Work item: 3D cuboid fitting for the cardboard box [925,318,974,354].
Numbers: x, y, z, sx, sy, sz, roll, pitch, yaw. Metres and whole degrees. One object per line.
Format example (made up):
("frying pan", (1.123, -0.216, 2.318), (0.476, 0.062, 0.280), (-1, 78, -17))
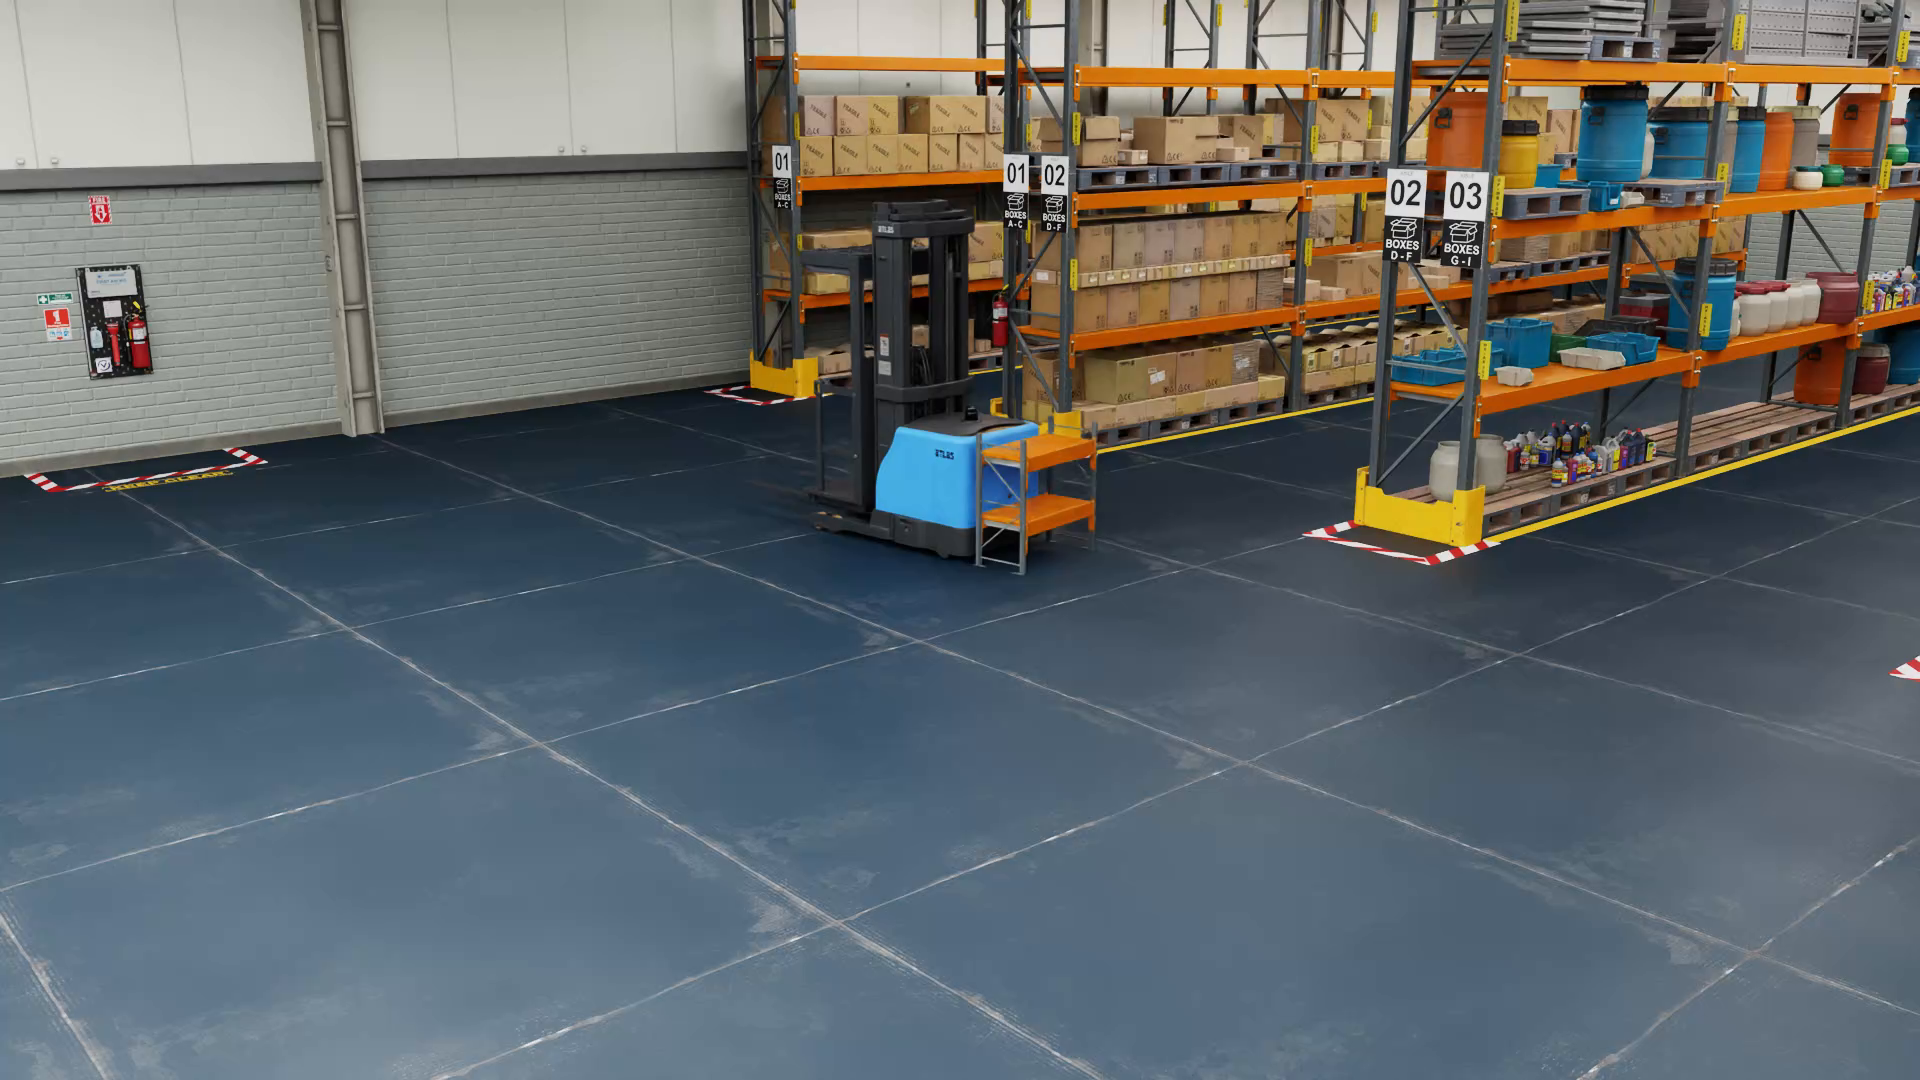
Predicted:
("cardboard box", (-0.147, -2.930, 23.897), (0.500, 0.500, 0.500), (14, 21, 43))

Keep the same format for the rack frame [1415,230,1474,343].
("rack frame", (6.882, -3.822, 23.248), (0.127, 3.000, 1.000), (-13, 19, -39))

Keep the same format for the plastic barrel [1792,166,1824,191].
("plastic barrel", (9.325, -3.979, 18.289), (0.301, 0.262, 0.301), (0, 15, 0))

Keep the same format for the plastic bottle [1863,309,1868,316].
("plastic bottle", (10.669, -2.808, 19.690), (0.135, 0.276, 0.152), (-13, 19, -39))

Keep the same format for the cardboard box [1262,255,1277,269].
("cardboard box", (3.612, -3.377, 20.130), (0.250, 0.149, 0.380), (-13, 20, -41))

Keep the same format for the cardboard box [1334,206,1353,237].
("cardboard box", (6.462, -5.538, 28.862), (0.500, 0.500, 0.500), (-13, 20, -40))

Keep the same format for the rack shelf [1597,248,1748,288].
("rack shelf", (11.408, -4.491, 27.146), (4.000, 0.370, 1.077), (-13, 19, -39))

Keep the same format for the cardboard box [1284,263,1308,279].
("cardboard box", (5.571, -4.341, 28.543), (0.750, 0.750, 0.750), (-12, 19, -38))

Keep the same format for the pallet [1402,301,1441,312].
("pallet", (8.191, -4.438, 30.955), (1.213, 0.211, 1.003), (-13, 19, -39))

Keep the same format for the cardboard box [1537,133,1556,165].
("cardboard box", (7.966, -5.575, 23.802), (0.500, 0.500, 0.910), (-13, 19, -39))

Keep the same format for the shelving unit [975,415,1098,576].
("shelving unit", (0.651, -0.395, 14.048), (0.538, 1.125, 1.048), (12, 19, 37))

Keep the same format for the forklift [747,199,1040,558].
("forklift", (-0.721, -1.562, 14.918), (3.031, 2.935, 1.130), (14, 20, 41))

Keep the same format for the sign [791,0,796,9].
("sign", (-2.051, -6.713, 20.481), (0.005, 0.325, 0.100), (-13, 19, -39))

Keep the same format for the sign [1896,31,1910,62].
("sign", (10.497, -5.494, 18.506), (0.005, 0.325, 0.100), (-13, 19, -39))

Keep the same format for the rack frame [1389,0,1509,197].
("rack frame", (4.096, -4.401, 13.787), (0.127, 3.000, 1.000), (-13, 19, -39))

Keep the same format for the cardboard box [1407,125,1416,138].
("cardboard box", (7.733, -7.241, 29.516), (0.500, 0.250, 0.500), (-13, 20, -41))

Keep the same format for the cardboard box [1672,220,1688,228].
("cardboard box", (11.217, -5.231, 26.389), (0.500, 0.500, 0.500), (-13, 20, -41))

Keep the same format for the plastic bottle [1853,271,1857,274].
("plastic bottle", (11.406, -3.252, 21.206), (0.185, 0.351, 0.144), (-13, 19, -39))

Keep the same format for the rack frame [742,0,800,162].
("rack frame", (-2.408, -6.329, 21.008), (0.127, 3.000, 1.000), (-13, 19, -39))

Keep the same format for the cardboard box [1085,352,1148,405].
("cardboard box", (1.774, -1.837, 18.874), (0.500, 0.500, 0.500), (-13, 19, -39))

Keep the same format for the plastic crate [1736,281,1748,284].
("plastic crate", (8.711, -2.674, 18.825), (0.583, 0.464, 0.402), (-13, 19, -39))

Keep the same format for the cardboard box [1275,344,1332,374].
("cardboard box", (4.340, -2.312, 21.020), (0.500, 0.311, 0.500), (-13, 19, -39))

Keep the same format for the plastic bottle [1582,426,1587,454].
("plastic bottle", (6.430, -1.031, 17.207), (0.133, 0.283, 0.061), (-13, 19, -39))

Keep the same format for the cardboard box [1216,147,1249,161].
("cardboard box", (3.134, -4.486, 19.320), (0.250, 0.149, 0.380), (-13, 19, -39))

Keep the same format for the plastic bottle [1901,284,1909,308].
("plastic bottle", (11.571, -2.998, 20.388), (0.133, 0.283, 0.061), (-13, 19, -39))

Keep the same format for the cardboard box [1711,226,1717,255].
("cardboard box", (11.989, -4.925, 27.182), (0.500, 0.500, 0.500), (-12, 19, -39))

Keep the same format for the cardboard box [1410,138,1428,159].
("cardboard box", (6.193, -5.222, 22.151), (0.500, 0.250, 0.500), (-12, 19, -38))

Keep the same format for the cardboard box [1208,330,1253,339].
("cardboard box", (3.309, -2.364, 20.849), (0.500, 0.500, 0.500), (-13, 19, -39))

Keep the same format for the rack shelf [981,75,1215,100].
("rack shelf", (2.119, -6.805, 24.957), (4.000, 0.370, 1.077), (-13, 19, -39))

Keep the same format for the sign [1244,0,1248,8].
("sign", (3.499, -6.636, 20.194), (0.005, 0.325, 0.100), (-13, 19, -39))

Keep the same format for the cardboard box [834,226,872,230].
("cardboard box", (-1.418, -4.023, 22.799), (0.500, 0.500, 0.500), (-13, 20, -41))

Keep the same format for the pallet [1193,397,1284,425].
("pallet", (3.237, -1.671, 20.597), (1.213, 0.211, 1.003), (-13, 19, -39))

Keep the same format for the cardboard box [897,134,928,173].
("cardboard box", (-0.783, -5.214, 22.411), (0.500, 0.500, 0.500), (-11, 19, -36))

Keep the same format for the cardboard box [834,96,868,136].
("cardboard box", (-1.546, -5.514, 21.599), (0.500, 0.500, 0.500), (-13, 20, -40))

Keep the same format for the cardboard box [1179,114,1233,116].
("cardboard box", (3.949, -6.588, 26.742), (0.700, 0.500, 0.500), (14, 21, 43))

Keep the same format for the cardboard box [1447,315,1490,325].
("cardboard box", (7.434, -3.031, 24.278), (0.500, 0.500, 0.500), (-12, 19, -37))

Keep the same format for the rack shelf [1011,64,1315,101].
("rack shelf", (2.356, -5.164, 18.813), (4.000, 0.370, 1.077), (-13, 19, -39))

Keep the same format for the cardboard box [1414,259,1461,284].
("cardboard box", (6.579, -3.726, 23.060), (0.500, 0.311, 0.500), (-11, 19, -36))

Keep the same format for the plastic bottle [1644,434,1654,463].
("plastic bottle", (6.967, -0.934, 16.846), (0.133, 0.283, 0.061), (-11, 19, -37))

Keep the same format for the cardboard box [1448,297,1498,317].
("cardboard box", (7.473, -3.404, 24.220), (0.500, 0.250, 0.500), (-12, 19, -37))

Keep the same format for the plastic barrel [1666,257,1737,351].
("plastic barrel", (7.604, -2.428, 17.058), (0.708, 0.901, 0.600), (-13, 19, -39))

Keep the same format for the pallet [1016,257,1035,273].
("pallet", (1.282, -4.117, 24.722), (1.213, 0.211, 1.003), (-13, 19, -39))

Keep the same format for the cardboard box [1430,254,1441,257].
("cardboard box", (9.163, -5.372, 31.822), (0.250, 0.149, 0.380), (-12, 19, -39))

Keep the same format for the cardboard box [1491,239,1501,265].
("cardboard box", (7.283, -4.202, 23.662), (0.700, 0.500, 0.500), (8, 17, 28))

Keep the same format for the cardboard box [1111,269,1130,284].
("cardboard box", (1.671, -2.941, 18.496), (0.250, 0.149, 0.380), (-13, 19, -39))

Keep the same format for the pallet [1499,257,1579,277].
("pallet", (8.346, -4.060, 24.509), (1.213, 0.211, 1.003), (-13, 19, -39))

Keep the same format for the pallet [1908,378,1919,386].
("pallet", (12.539, -2.065, 22.073), (1.213, 0.211, 1.003), (-13, 19, -39))

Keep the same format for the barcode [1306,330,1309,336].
("barcode", (4.330, -2.576, 20.711), (0.075, 0.075, 0.001), (-13, 19, -39))

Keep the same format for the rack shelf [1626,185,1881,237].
("rack shelf", (8.622, -3.620, 18.072), (4.000, 0.370, 1.077), (-13, 19, -39))

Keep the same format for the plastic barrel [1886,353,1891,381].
("plastic barrel", (11.708, -2.249, 21.364), (0.421, 0.512, 0.421), (0, 15, 0))

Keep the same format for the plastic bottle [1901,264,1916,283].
("plastic bottle", (12.640, -3.508, 22.166), (0.185, 0.351, 0.144), (-13, 19, -39))

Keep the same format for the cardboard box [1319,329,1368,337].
("cardboard box", (5.130, -2.672, 22.370), (0.500, 0.311, 0.500), (-13, 20, -40))

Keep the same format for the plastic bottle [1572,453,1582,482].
("plastic bottle", (5.927, -0.701, 15.997), (0.097, 0.271, 0.097), (0, 15, 0))
